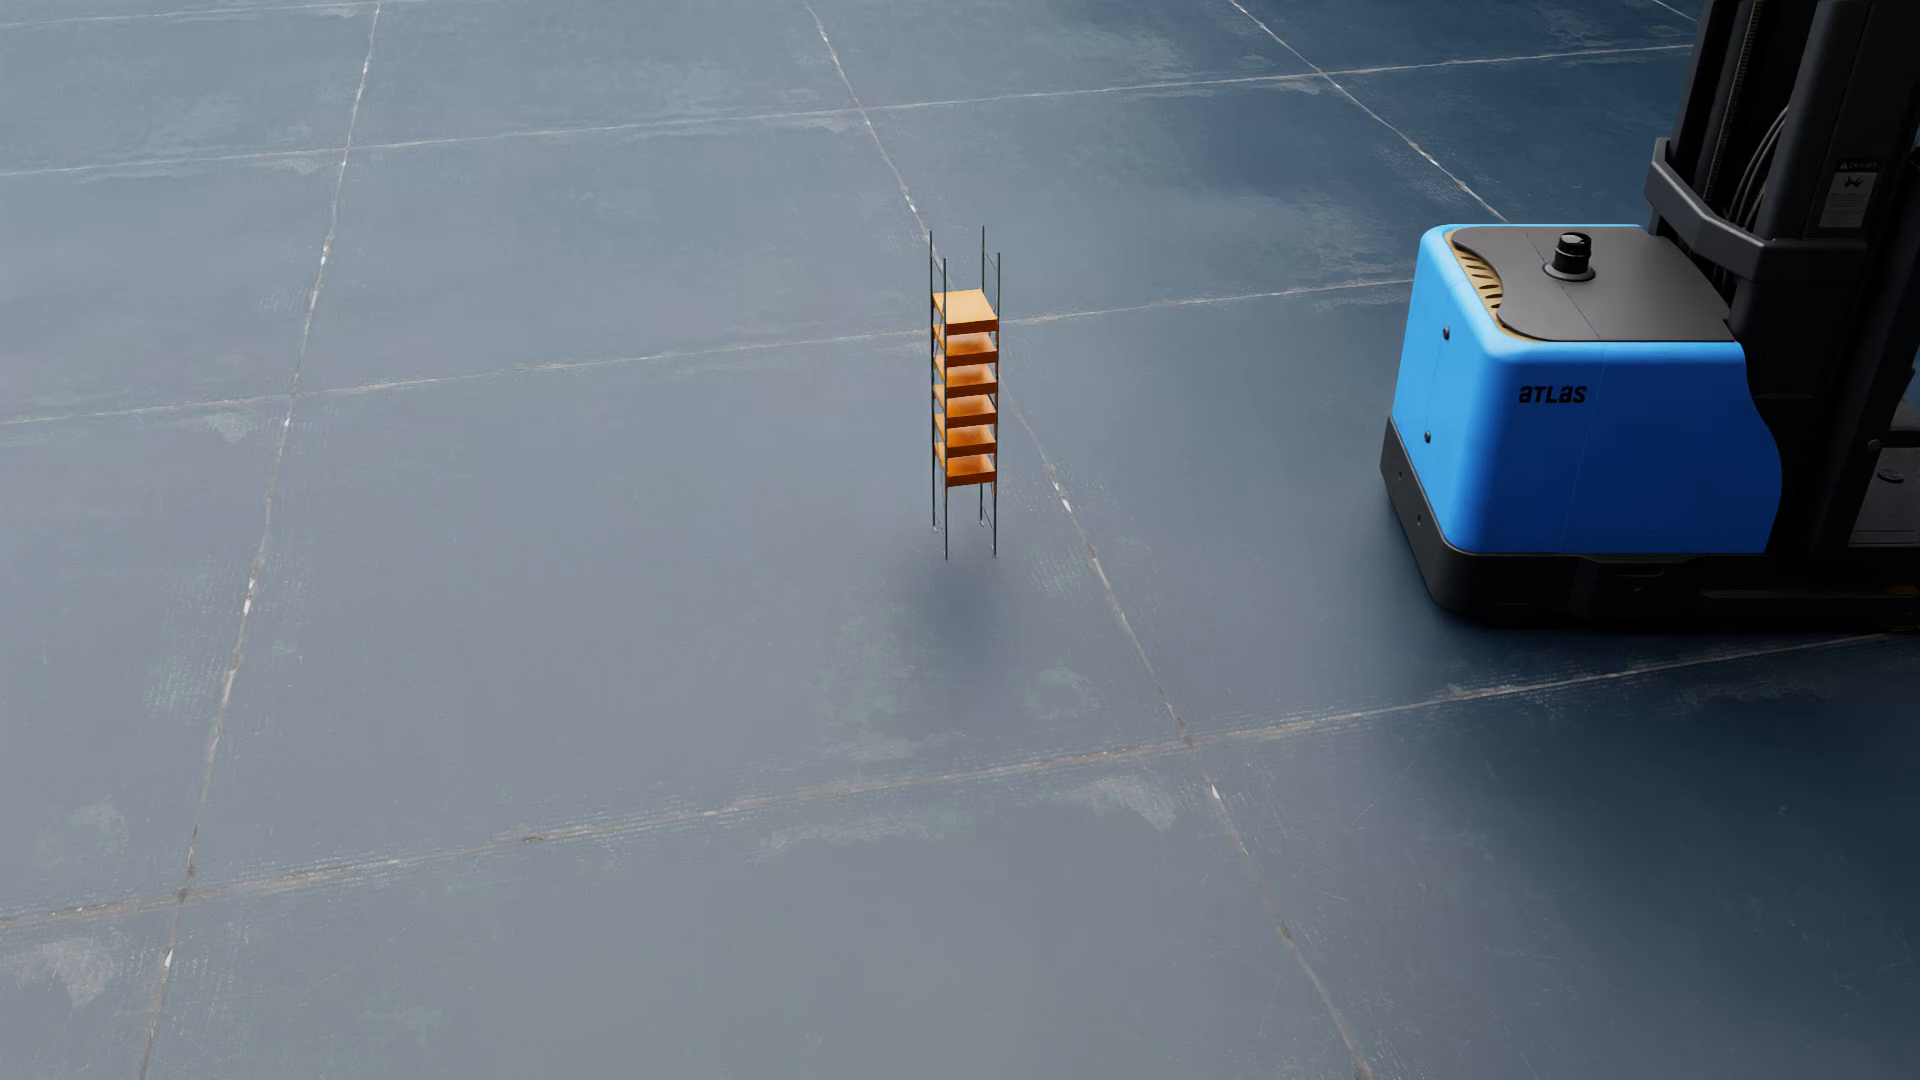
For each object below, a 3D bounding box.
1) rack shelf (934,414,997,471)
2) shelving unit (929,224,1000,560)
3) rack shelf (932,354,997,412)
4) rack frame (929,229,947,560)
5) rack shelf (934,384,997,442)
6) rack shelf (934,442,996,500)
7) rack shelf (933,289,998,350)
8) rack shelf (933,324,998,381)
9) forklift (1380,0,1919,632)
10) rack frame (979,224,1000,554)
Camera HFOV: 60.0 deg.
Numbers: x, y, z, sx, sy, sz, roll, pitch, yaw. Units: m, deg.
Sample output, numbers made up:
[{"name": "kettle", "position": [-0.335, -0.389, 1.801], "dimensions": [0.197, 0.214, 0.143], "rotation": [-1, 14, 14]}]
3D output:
[{"name": "rack shelf", "position": [0.014, -0.363, 5.973], "dimensions": [0.180, 0.103, 0.258], "rotation": [-7, 35, -11]}, {"name": "shelving unit", "position": [0.014, -0.500, 5.881], "dimensions": [0.189, 1.200, 0.258], "rotation": [-7, 35, -11]}, {"name": "rack shelf", "position": [0.014, -0.563, 5.839], "dimensions": [0.180, 0.103, 0.258], "rotation": [-7, 35, -11]}, {"name": "rack frame", "position": [-0.075, -0.489, 5.864], "dimensions": [0.006, 1.200, 0.240], "rotation": [-7, 35, -11]}, {"name": "rack shelf", "position": [0.014, -0.463, 5.906], "dimensions": [0.180, 0.103, 0.258], "rotation": [-7, 35, -11]}, {"name": "rack shelf", "position": [0.014, -0.264, 6.040], "dimensions": [0.180, 0.103, 0.258], "rotation": [-7, 35, -11]}, {"name": "rack shelf", "position": [0.014, -0.762, 5.705], "dimensions": [0.180, 0.103, 0.258], "rotation": [-7, 35, -11]}, {"name": "rack shelf", "position": [0.014, -0.662, 5.772], "dimensions": [0.180, 0.103, 0.258], "rotation": [-7, 35, -11]}, {"name": "forklift", "position": [3.155, -1.199, 5.369], "dimensions": [3.031, 2.935, 1.130], "rotation": [0, 34, 0]}, {"name": "rack frame", "position": [0.103, -0.511, 5.898], "dimensions": [0.006, 1.200, 0.240], "rotation": [-7, 35, -11]}]
